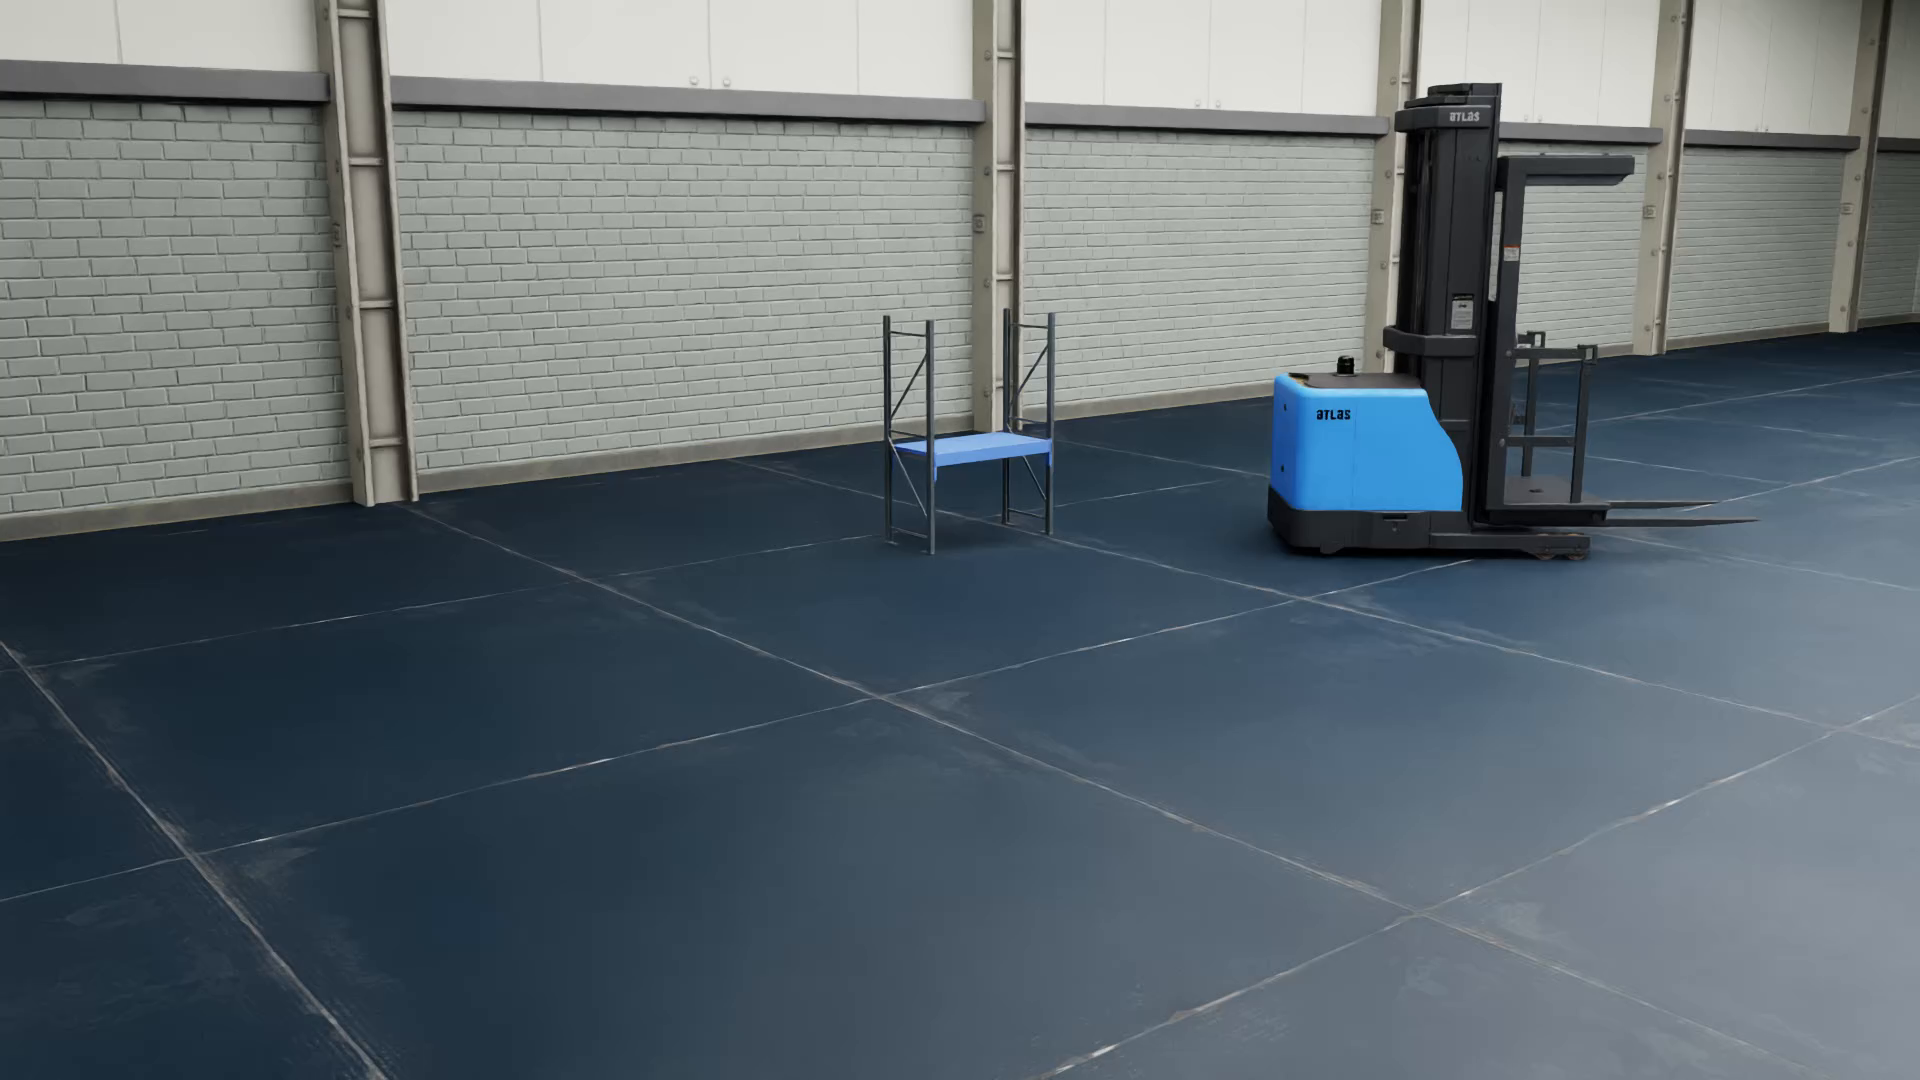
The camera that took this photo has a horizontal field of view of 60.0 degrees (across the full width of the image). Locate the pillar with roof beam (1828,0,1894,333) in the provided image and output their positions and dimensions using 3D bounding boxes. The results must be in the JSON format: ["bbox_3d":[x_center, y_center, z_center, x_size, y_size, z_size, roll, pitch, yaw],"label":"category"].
[{"bbox_3d":[17.106,-7.114,22.967,0.400,9.000,9.100,-9,15,-38],"label":"pillar with roof beam"}]

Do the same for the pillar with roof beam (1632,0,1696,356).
[{"bbox_3d":[12.421,-6.335,19.300,0.400,9.000,9.100,-9,15,-38],"label":"pillar with roof beam"}]

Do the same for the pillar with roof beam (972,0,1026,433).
[{"bbox_3d":[3.051,-4.778,11.967,0.400,9.000,9.100,-9,15,-38],"label":"pillar with roof beam"}]

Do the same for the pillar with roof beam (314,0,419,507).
[{"bbox_3d":[-1.634,-4.000,8.301,0.400,9.000,9.100,-9,15,-38],"label":"pillar with roof beam"}]

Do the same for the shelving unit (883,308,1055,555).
[{"bbox_3d":[0.067,-0.745,11.025,1.048,1.500,0.538,-9,15,-38],"label":"shelving unit"}]

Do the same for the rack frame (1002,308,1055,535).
[{"bbox_3d":[0.464,-0.811,11.336,0.032,1.500,0.500,-9,15,-38],"label":"rack frame"}]

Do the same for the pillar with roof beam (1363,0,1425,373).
[{"bbox_3d":[7.736,-5.557,15.634,0.400,9.000,9.100,-9,15,-38],"label":"pillar with roof beam"}]

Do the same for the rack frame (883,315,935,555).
[{"bbox_3d":[-0.330,-0.679,10.714,0.032,1.500,0.500,-9,15,-38],"label":"rack frame"}]

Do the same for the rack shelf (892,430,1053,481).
[{"bbox_3d":[0.067,-0.569,11.062,1.000,0.185,0.538,-9,15,-38],"label":"rack shelf"}]

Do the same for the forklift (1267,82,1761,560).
[{"bbox_3d":[3.630,-1.420,10.759,3.031,2.935,1.130,0,12,1],"label":"forklift"}]
